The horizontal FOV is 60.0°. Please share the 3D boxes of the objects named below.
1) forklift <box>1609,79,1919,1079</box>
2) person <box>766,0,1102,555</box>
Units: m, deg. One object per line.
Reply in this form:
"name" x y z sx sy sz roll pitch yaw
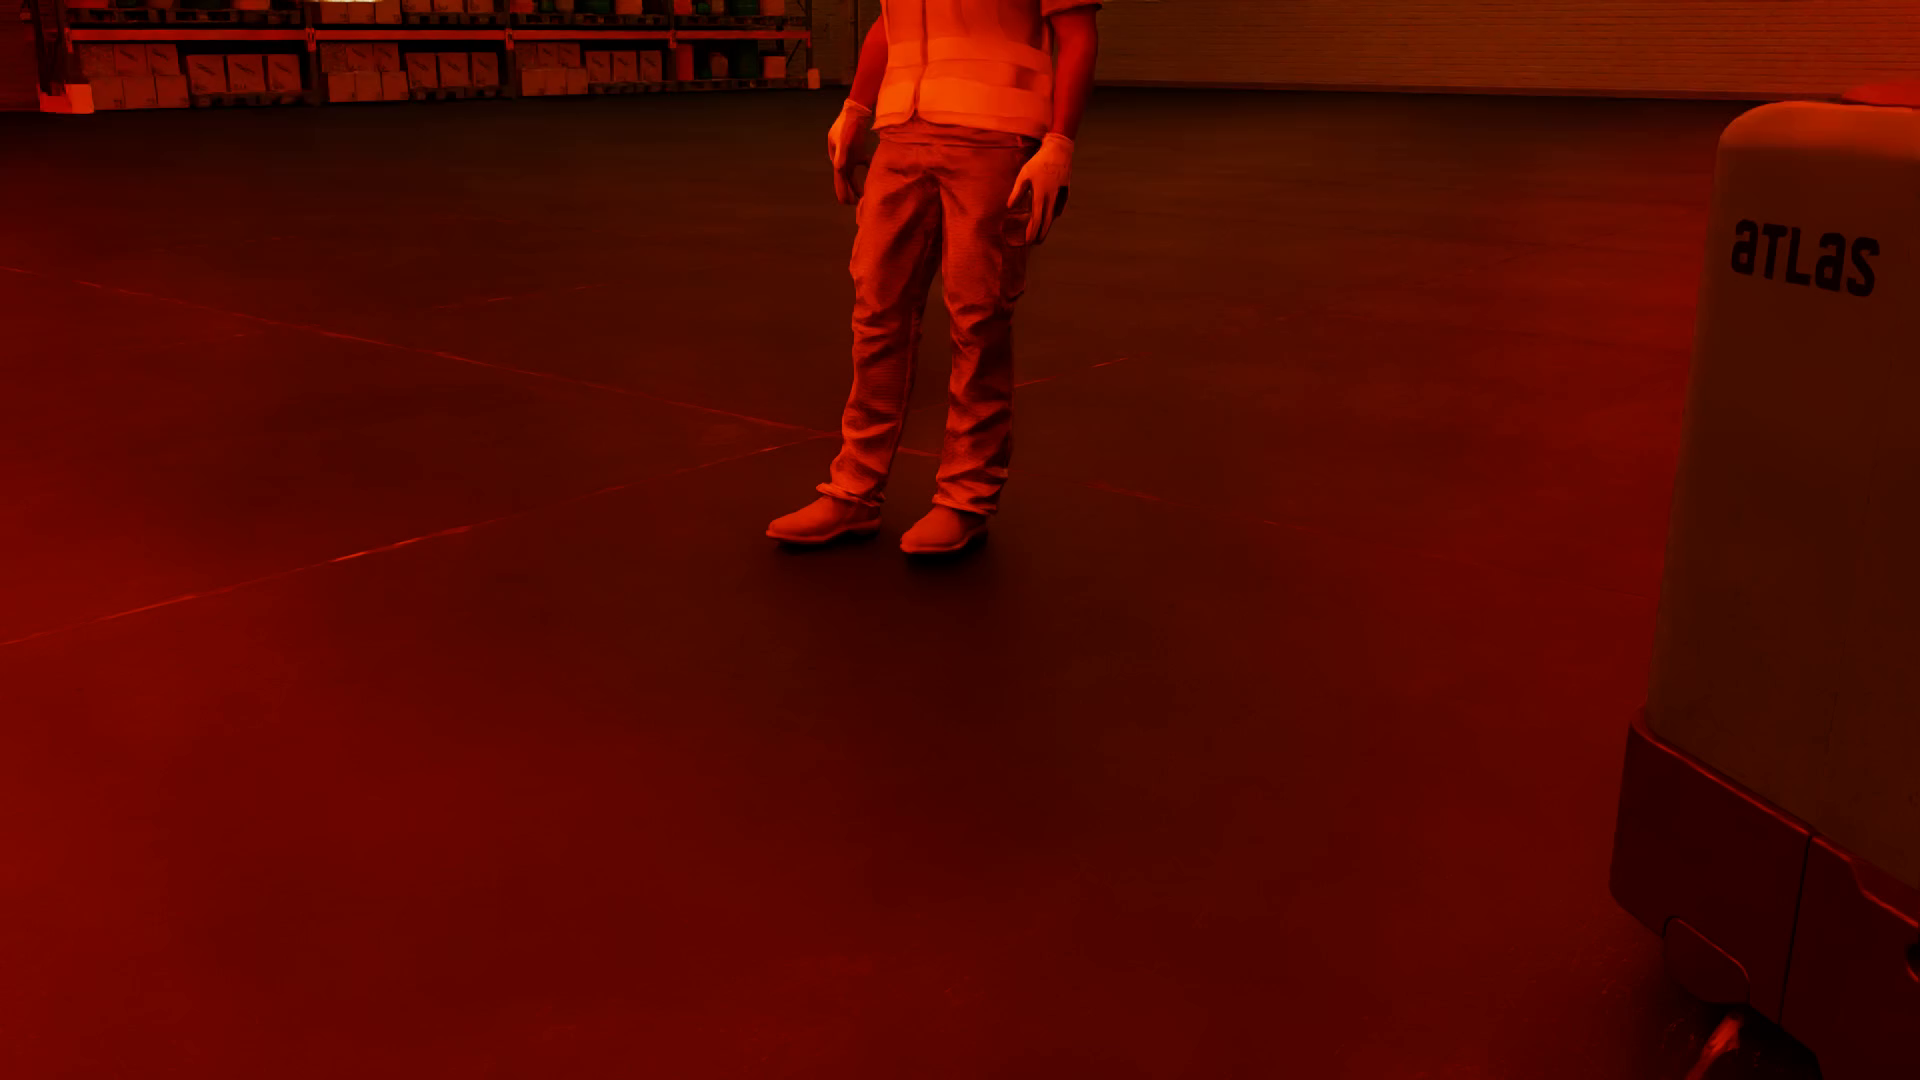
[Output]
"forklift" 1.734 -0.505 0.562 1.130 2.935 3.031 -5 17 -15
"person" -0.053 -0.846 3.634 0.656 1.782 0.577 13 21 37
